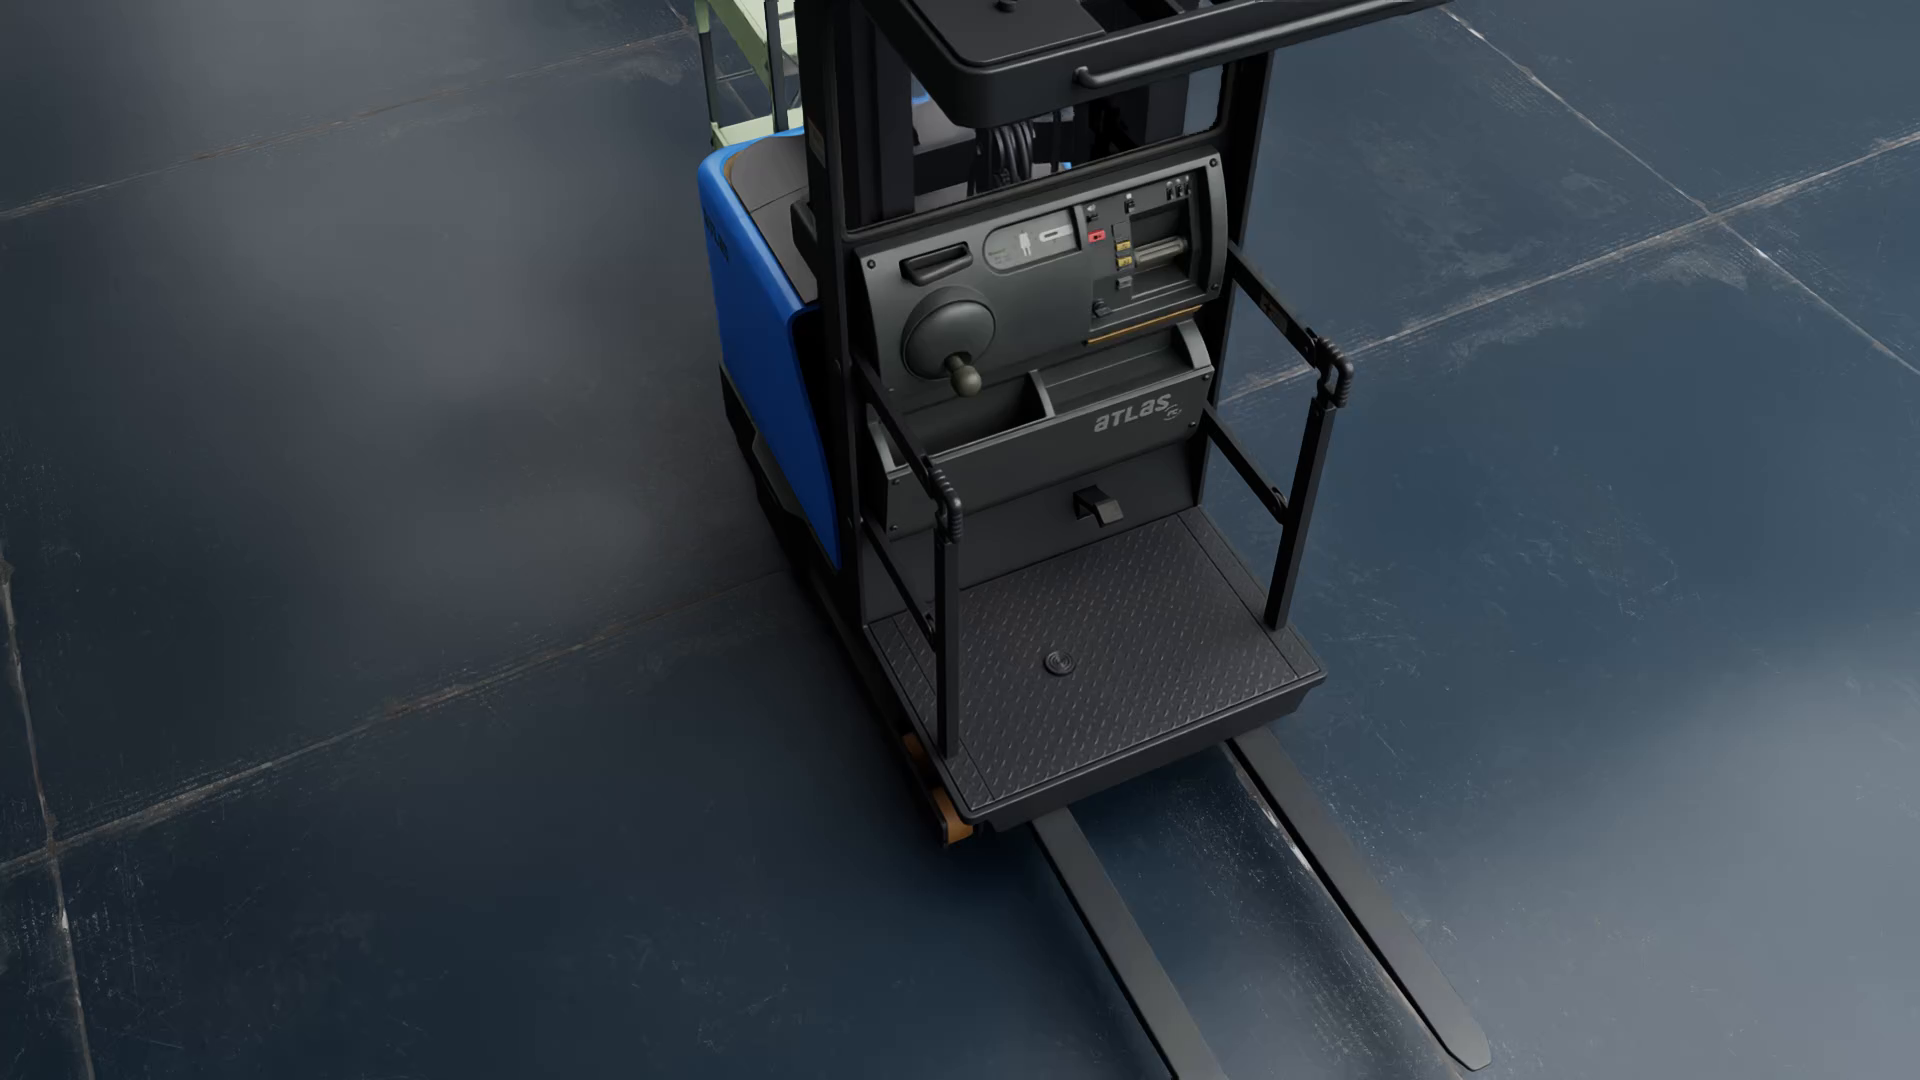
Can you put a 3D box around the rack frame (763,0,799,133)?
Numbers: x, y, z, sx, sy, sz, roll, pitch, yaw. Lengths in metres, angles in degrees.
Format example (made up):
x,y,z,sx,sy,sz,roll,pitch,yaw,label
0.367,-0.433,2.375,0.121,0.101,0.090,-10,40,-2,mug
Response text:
x,y,z,sx,sy,sz,roll,pitch,yaw,label
-0.363,-1.098,5.213,0.400,1.500,0.023,-19,52,-16,rack frame

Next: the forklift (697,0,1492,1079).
x,y,z,sx,sy,sz,roll,pitch,yaw,label
0.304,-0.525,3.762,1.130,2.935,3.031,-19,52,-16,forklift

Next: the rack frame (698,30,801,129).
x,y,z,sx,sy,sz,roll,pitch,yaw,label
-0.673,-1.597,5.650,0.400,1.500,0.023,-19,52,-16,rack frame

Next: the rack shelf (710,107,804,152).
x,y,z,sx,sy,sz,roll,pitch,yaw,label
-0.518,-1.132,5.677,0.431,0.370,0.720,-19,52,-16,rack shelf

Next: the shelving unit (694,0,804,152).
x,y,z,sx,sy,sz,roll,pitch,yaw,label
-0.518,-1.347,5.431,0.431,1.500,0.755,-19,52,-16,shelving unit

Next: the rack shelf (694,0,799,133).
x,y,z,sx,sy,sz,roll,pitch,yaw,label
-0.518,-1.604,5.138,0.431,0.370,0.720,-19,52,-16,rack shelf
